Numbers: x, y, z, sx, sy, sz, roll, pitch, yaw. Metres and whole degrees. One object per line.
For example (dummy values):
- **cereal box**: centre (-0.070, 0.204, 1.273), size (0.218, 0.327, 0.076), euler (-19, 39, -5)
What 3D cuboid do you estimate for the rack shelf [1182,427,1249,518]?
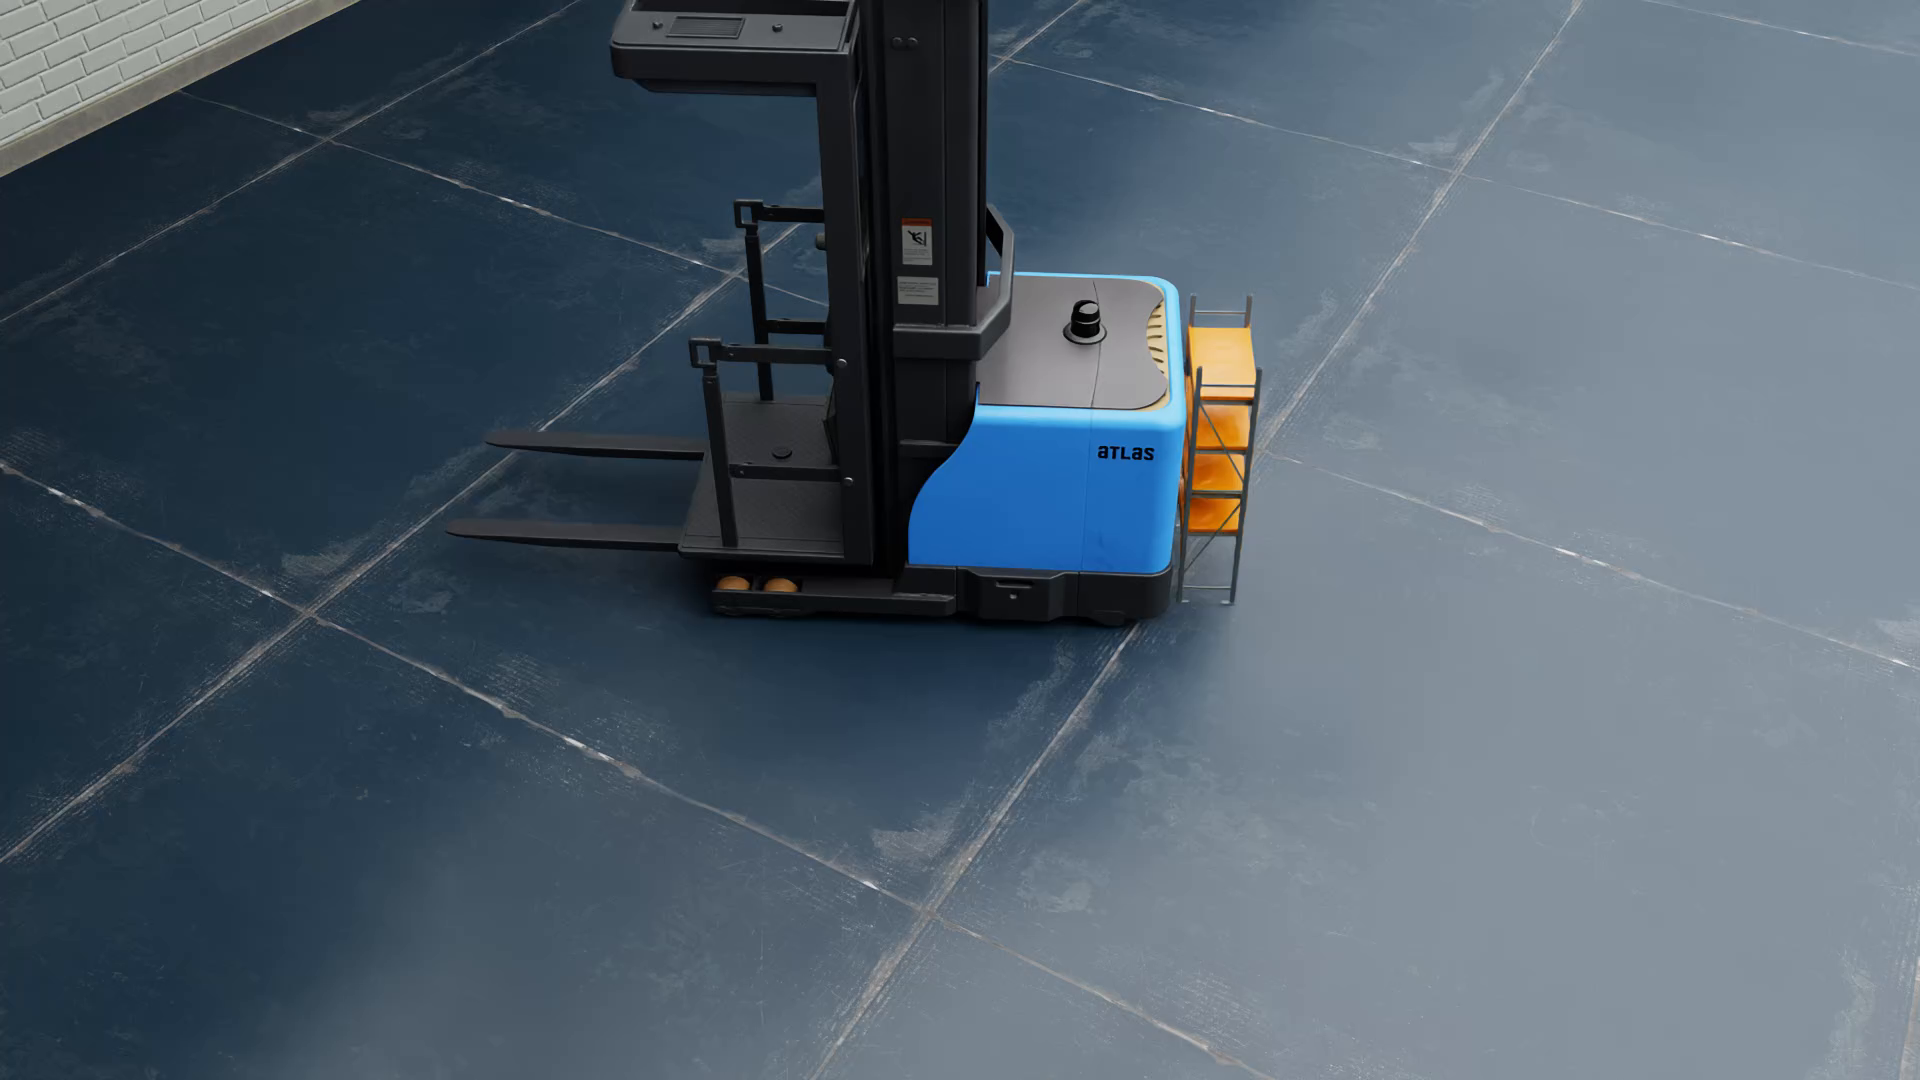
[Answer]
- **rack shelf**: centre (1.027, -0.299, 6.779), size (0.258, 0.148, 0.480), euler (1, 41, 3)

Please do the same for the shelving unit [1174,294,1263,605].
- **shelving unit**: centre (1.026, -0.349, 6.734), size (0.258, 1.200, 0.503), euler (1, 41, 3)

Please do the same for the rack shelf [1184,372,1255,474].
- **rack shelf**: centre (1.023, -0.467, 6.631), size (0.258, 0.148, 0.480), euler (1, 41, 3)

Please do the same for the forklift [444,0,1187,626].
- **forklift**: centre (-0.626, -1.126, 6.311), size (3.031, 2.935, 1.130), euler (2, 41, 3)

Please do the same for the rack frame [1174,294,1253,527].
- **rack frame**: centre (1.040, -0.510, 6.917), size (0.240, 1.200, 0.015), euler (1, 41, 3)

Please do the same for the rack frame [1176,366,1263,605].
- **rack frame**: centre (1.012, -0.188, 6.552), size (0.240, 1.200, 0.015), euler (1, 41, 3)

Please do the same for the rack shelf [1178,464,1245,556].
- **rack shelf**: centre (1.031, -0.150, 6.910), size (0.258, 0.148, 0.480), euler (1, 41, 3)

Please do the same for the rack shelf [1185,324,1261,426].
- **rack shelf**: centre (1.018, -0.644, 6.475), size (0.258, 0.148, 0.480), euler (1, 41, 3)
